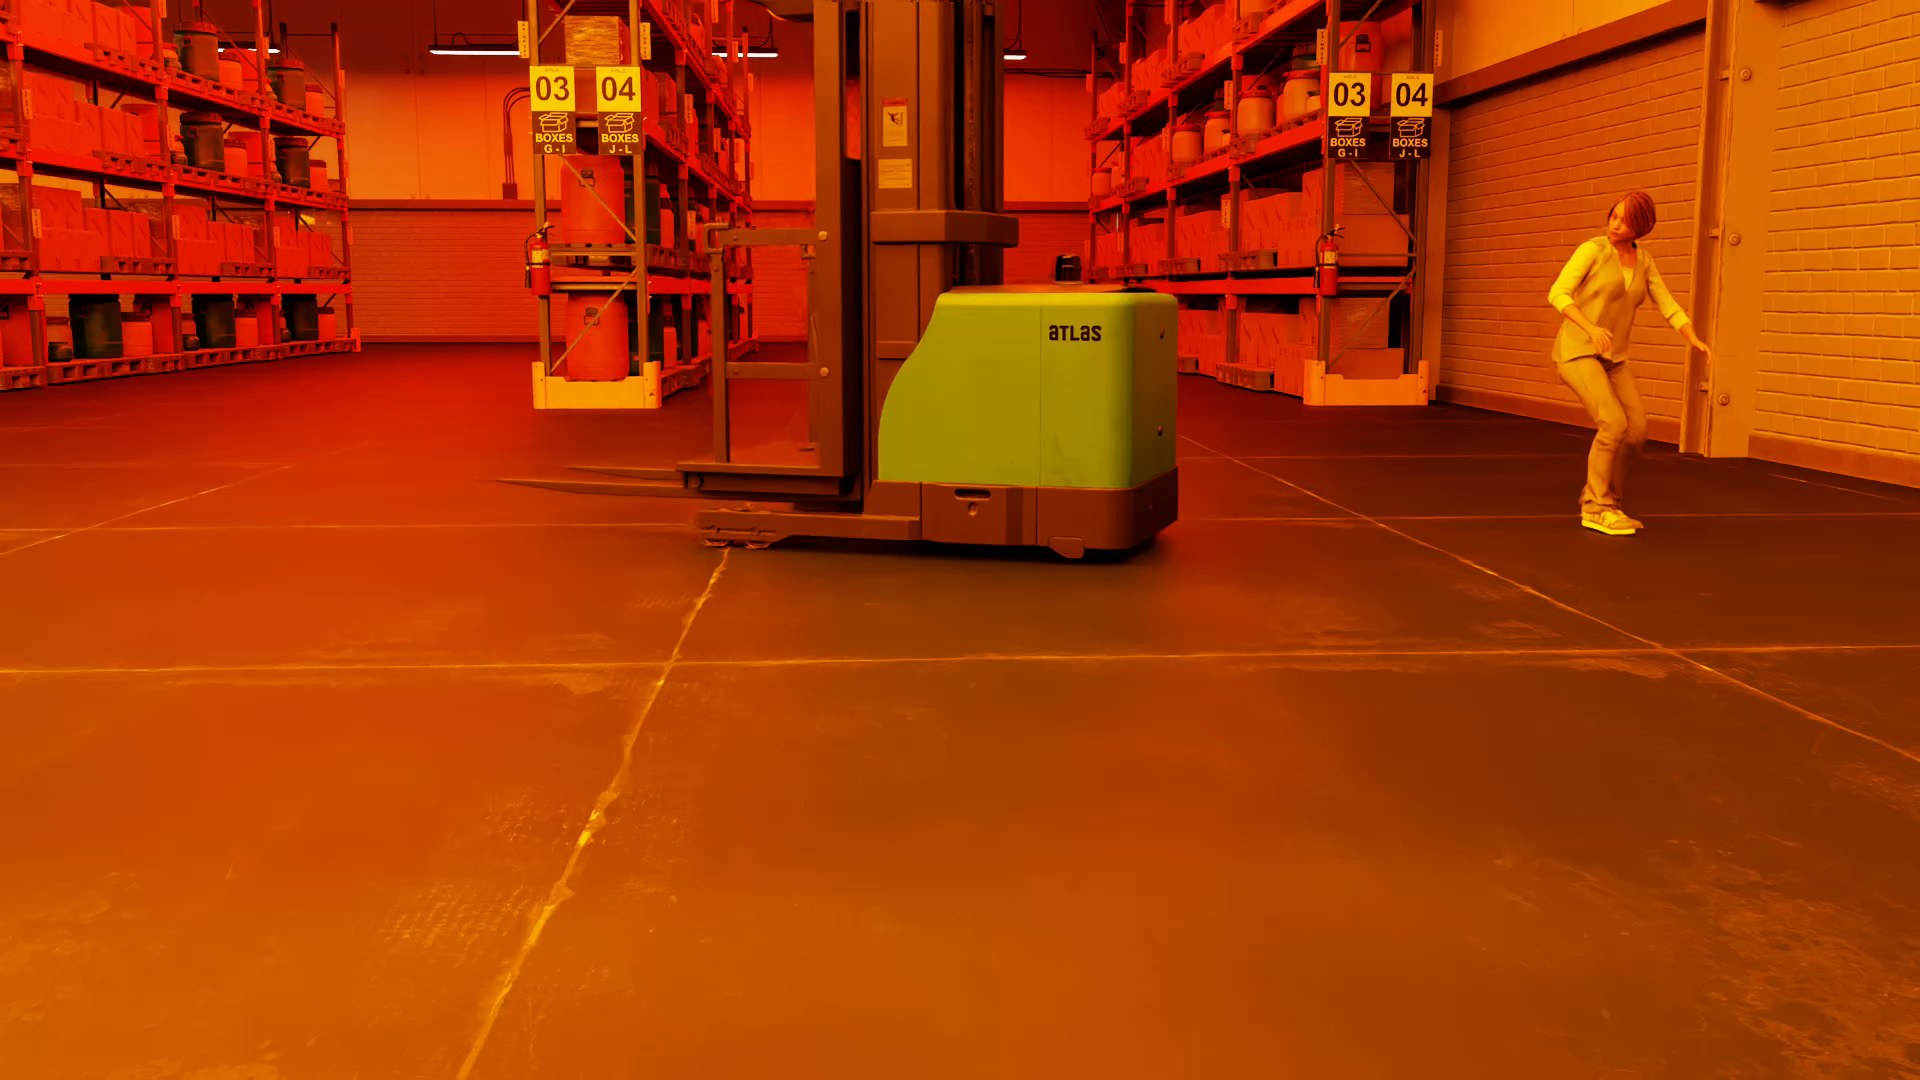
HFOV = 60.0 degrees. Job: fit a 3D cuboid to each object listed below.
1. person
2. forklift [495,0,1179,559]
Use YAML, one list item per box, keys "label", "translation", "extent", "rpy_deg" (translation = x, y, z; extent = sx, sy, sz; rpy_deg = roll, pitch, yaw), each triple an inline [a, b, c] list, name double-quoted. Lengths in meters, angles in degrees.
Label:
- label: "person"
  translation: [2.983, -0.782, 7.487]
  extent: [0.657, 1.554, 0.570]
  rpy_deg: [-4, 9, -26]
- label: "forklift"
  translation: [-0.602, -1.480, 7.297]
  extent: [3.031, 2.935, 1.130]
  rpy_deg: [3, 9, 19]
